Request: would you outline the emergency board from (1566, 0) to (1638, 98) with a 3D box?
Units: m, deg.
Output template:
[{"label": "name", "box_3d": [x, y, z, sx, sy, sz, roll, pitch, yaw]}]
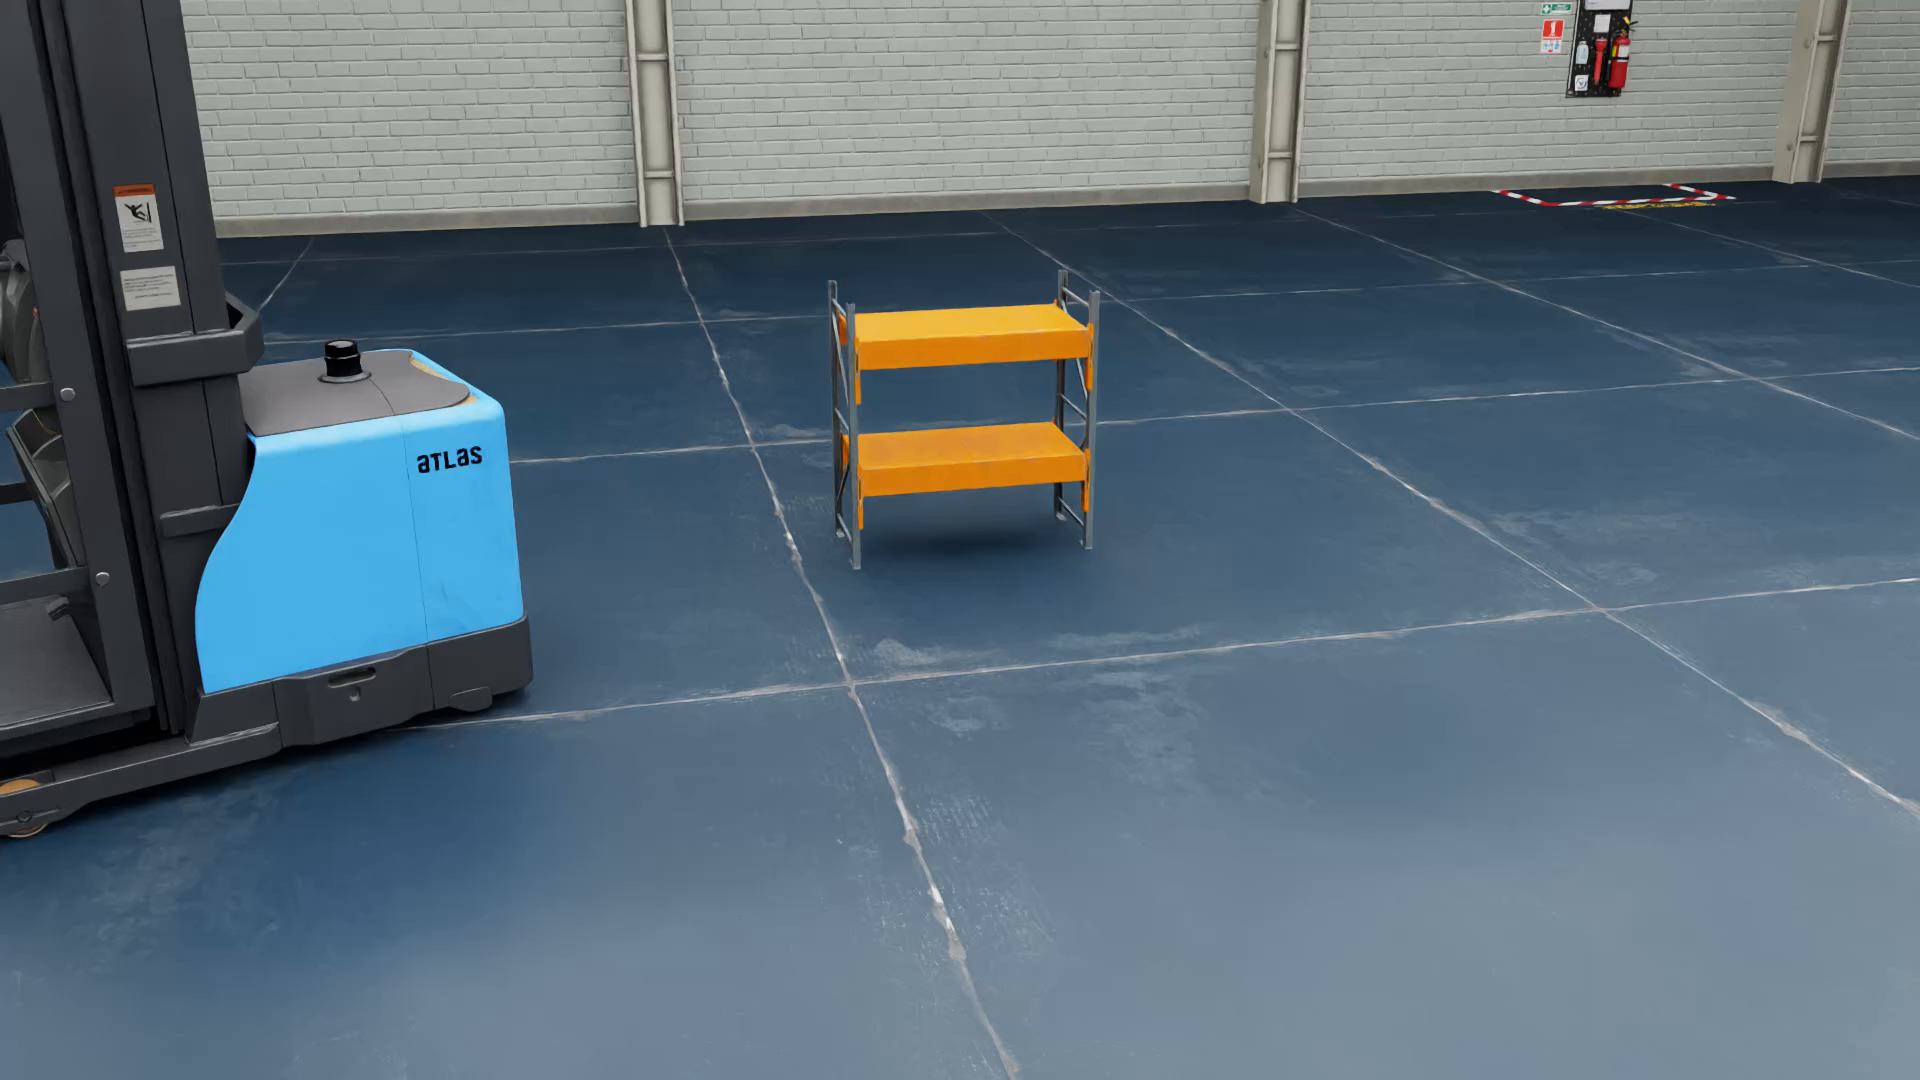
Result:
[{"label": "emergency board", "box_3d": [6.533, -5.071, 16.796, 0.643, 1.169, 0.194, -5, 21, -12]}]

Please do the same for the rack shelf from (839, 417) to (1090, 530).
[{"label": "rack shelf", "box_3d": [0.007, -0.299, 7.207, 1.000, 0.278, 0.538, -5, 21, -12]}]

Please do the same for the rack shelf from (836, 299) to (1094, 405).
[{"label": "rack shelf", "box_3d": [0.007, -0.804, 7.022, 1.000, 0.278, 0.538, -5, 21, -12]}]

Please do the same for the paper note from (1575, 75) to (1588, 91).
[{"label": "paper note", "box_3d": [6.345, -4.666, 16.972, 0.142, 0.148, 0.016, -5, 21, -12]}]

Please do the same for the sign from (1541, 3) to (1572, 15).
[{"label": "sign", "box_3d": [5.978, -5.324, 16.666, 0.331, 0.109, 0.001, -5, 21, -12]}]

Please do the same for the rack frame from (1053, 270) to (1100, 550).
[{"label": "rack frame", "box_3d": [0.501, -0.569, 7.232, 0.032, 1.125, 0.500, -5, 21, -12]}]

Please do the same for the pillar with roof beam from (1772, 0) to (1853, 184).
[{"label": "pillar with roof beam", "box_3d": [9.937, -6.629, 12.329, 0.400, 9.000, 9.100, -5, 21, -12]}]

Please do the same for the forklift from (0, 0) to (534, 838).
[{"label": "forklift", "box_3d": [-2.987, -0.666, 4.872, 3.031, 2.935, 1.130, -13, 24, -32]}]

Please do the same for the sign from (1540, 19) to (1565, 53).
[{"label": "sign", "box_3d": [5.971, -5.078, 16.765, 0.234, 0.329, 0.001, -5, 21, -12]}]

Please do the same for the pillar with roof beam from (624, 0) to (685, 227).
[{"label": "pillar with roof beam", "box_3d": [-1.741, -5.680, 9.737, 0.400, 9.000, 9.100, -5, 21, -12]}]

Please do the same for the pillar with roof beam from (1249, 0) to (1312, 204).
[{"label": "pillar with roof beam", "box_3d": [4.098, -6.154, 11.033, 0.400, 9.000, 9.100, -5, 21, -12]}]

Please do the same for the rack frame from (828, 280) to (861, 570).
[{"label": "rack frame", "box_3d": [-0.488, -0.488, 7.013, 0.032, 1.125, 0.500, -5, 21, -12]}]

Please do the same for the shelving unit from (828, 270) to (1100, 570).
[{"label": "shelving unit", "box_3d": [0.007, -0.529, 7.123, 1.048, 1.125, 0.538, -5, 21, -12]}]
